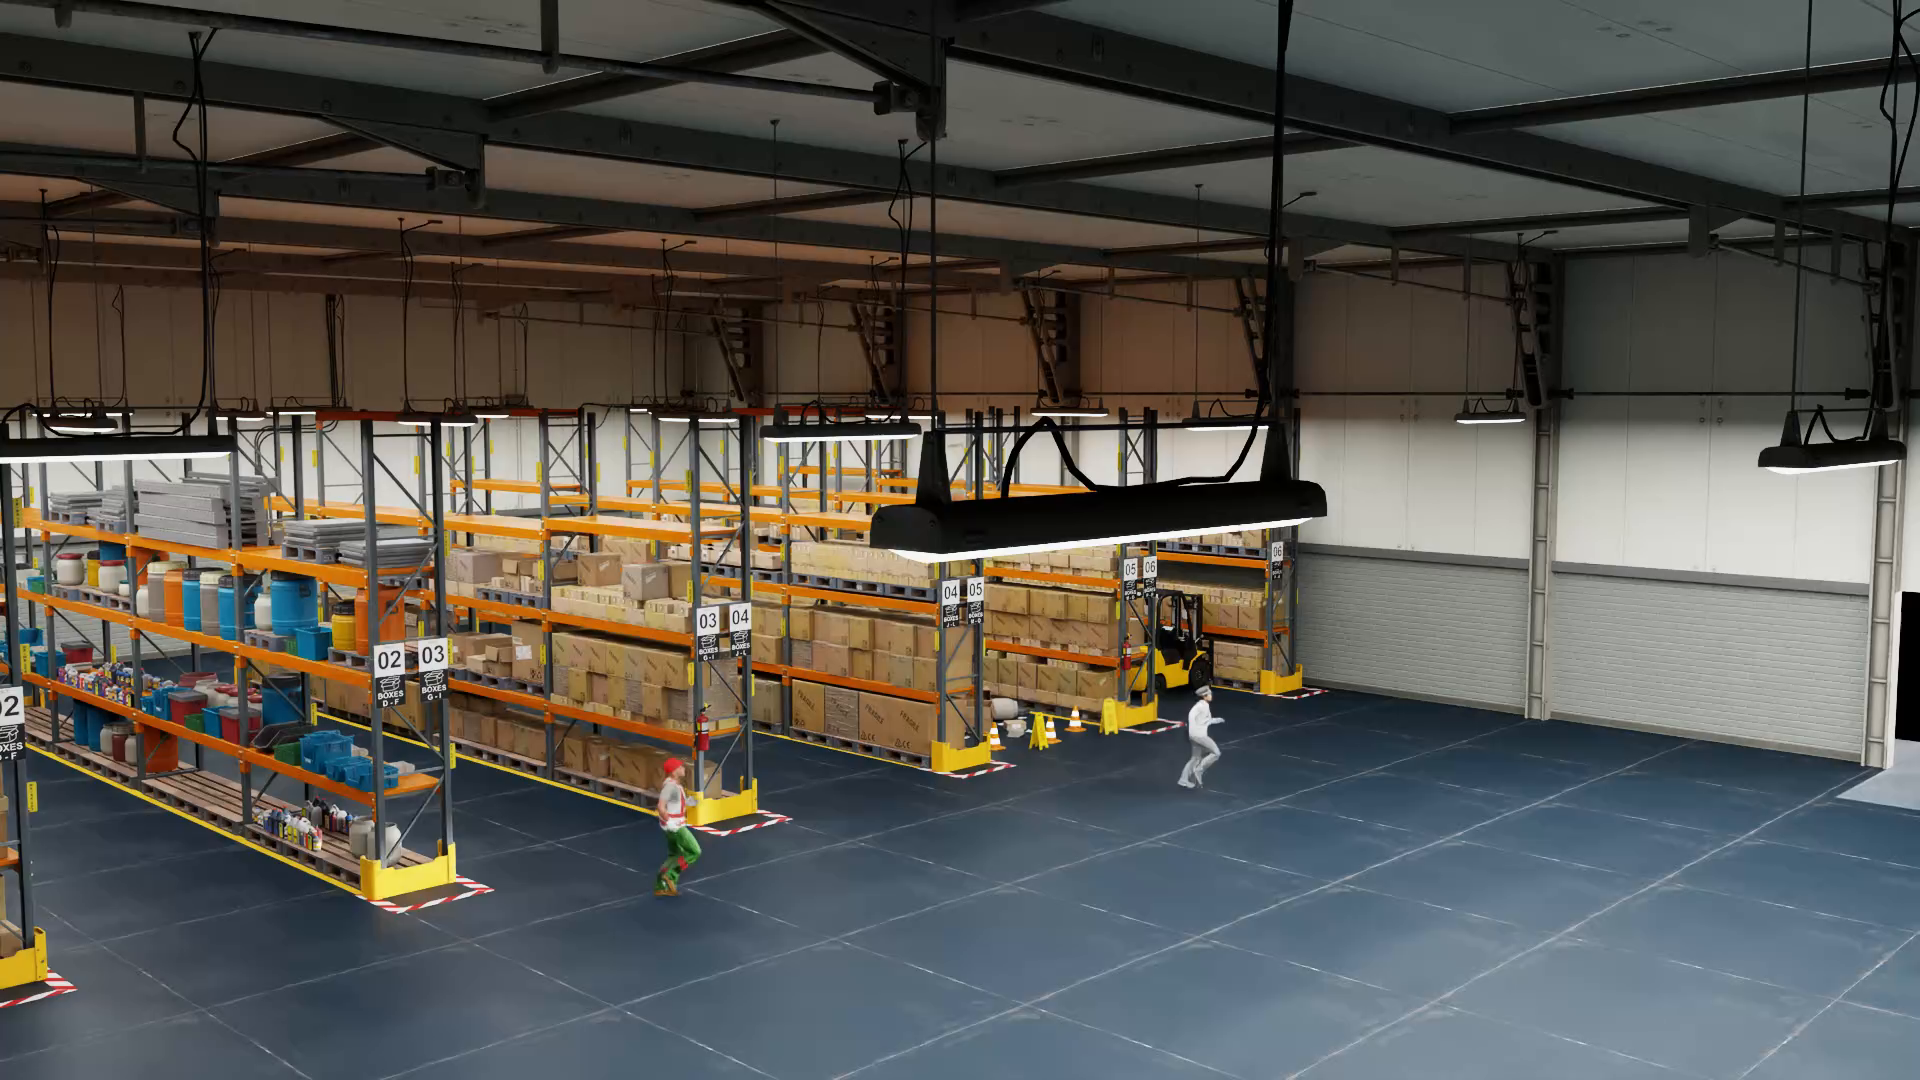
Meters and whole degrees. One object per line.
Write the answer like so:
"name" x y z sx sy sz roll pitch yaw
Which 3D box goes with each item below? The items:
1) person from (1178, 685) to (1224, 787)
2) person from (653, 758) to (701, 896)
"person" 3.861 3.140 26.563 0.732 1.638 0.645 0 5 2
"person" -3.558 3.602 20.916 0.626 1.740 0.656 -2 5 -17
